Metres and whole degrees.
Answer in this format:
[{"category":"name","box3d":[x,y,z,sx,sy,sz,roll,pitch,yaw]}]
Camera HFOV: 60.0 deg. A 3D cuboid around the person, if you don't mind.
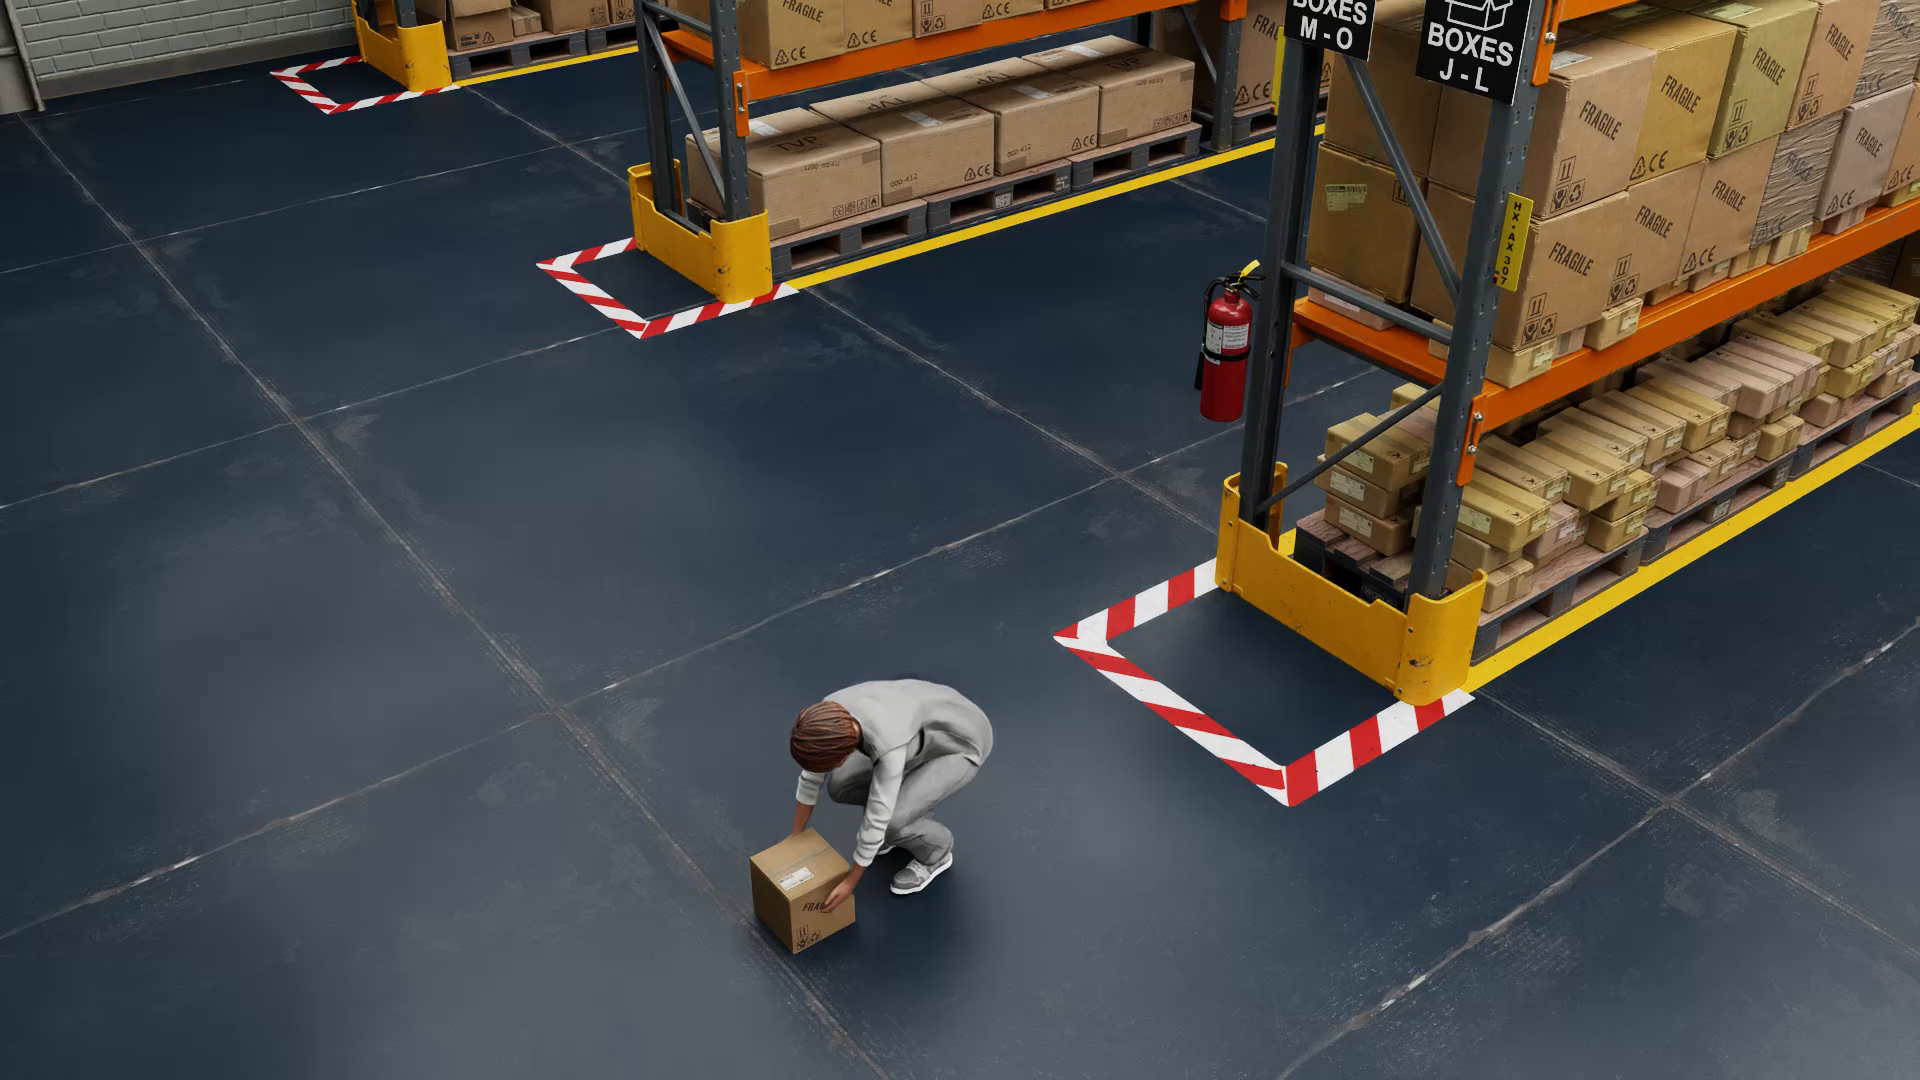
[{"category":"person","box3d":[-0.230,0.794,5.576,0.795,0.879,0.447,-23,39,-31]}]
